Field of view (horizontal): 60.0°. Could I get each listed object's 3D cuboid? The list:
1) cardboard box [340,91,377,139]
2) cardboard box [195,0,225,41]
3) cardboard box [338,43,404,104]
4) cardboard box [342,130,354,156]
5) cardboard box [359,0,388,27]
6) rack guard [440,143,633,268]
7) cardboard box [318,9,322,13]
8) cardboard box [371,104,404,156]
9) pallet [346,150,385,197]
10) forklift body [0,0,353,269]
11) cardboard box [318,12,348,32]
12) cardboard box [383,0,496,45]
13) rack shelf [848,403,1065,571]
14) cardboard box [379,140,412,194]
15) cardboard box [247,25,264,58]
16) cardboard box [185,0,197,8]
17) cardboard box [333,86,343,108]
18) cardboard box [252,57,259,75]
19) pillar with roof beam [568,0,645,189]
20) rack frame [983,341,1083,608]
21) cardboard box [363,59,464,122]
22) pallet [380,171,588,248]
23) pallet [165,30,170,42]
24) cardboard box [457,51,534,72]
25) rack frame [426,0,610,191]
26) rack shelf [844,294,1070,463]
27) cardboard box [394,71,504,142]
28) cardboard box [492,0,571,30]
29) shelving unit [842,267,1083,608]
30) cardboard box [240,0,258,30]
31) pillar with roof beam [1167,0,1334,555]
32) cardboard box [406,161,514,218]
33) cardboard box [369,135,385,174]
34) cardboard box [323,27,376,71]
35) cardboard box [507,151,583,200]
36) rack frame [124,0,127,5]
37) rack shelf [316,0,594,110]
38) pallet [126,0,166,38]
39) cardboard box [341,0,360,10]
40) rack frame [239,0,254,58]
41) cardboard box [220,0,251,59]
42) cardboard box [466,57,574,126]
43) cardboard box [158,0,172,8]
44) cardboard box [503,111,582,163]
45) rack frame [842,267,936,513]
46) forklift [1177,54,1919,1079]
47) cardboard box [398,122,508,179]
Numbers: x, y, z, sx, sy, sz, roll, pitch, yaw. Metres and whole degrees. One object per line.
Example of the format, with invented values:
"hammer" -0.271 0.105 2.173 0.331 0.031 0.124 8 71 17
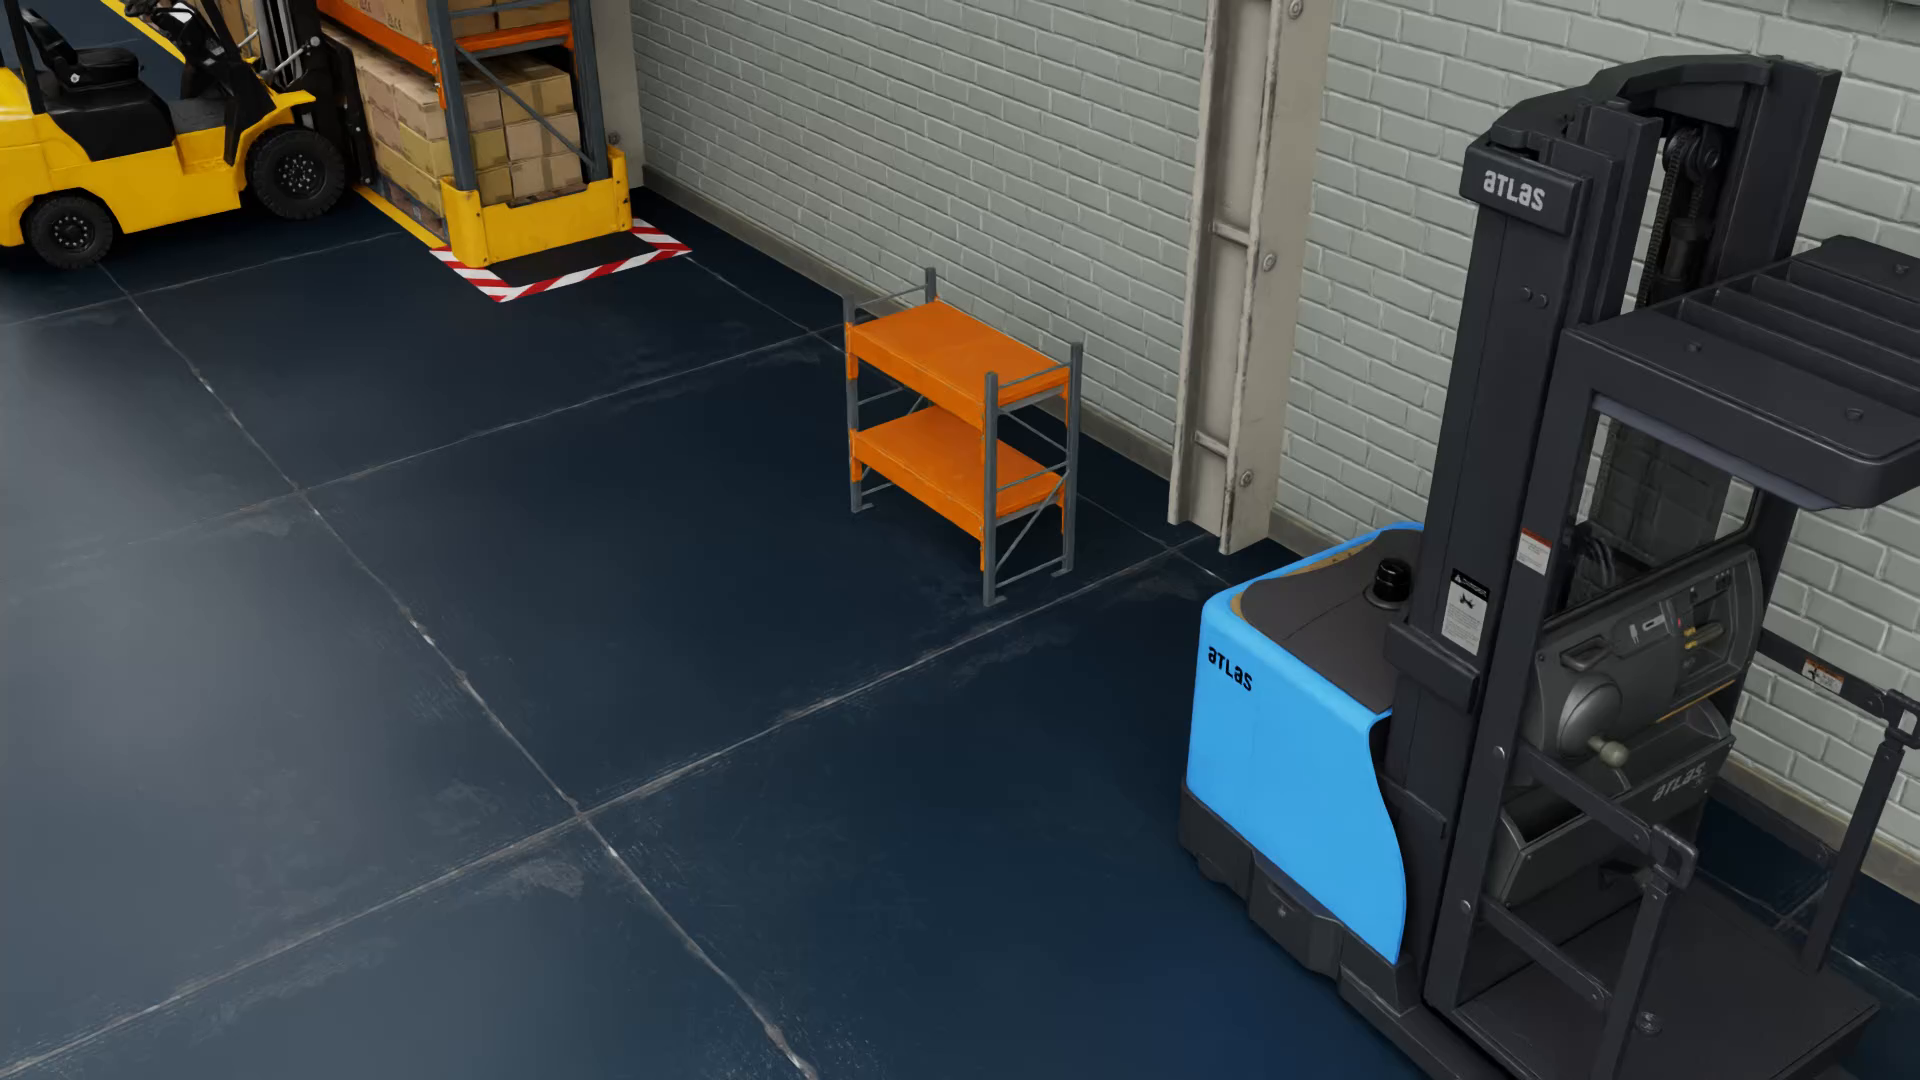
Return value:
"cardboard box" -3.919 -2.998 11.468 0.500 0.250 0.500 -23 39 -32
"cardboard box" -5.993 -4.629 14.212 0.875 0.625 0.625 -23 38 -32
"cardboard box" -3.905 -3.196 11.314 0.500 0.250 0.500 -22 38 -31
"cardboard box" -4.213 -2.987 11.925 0.500 0.250 0.500 -21 38 -30
"cardboard box" -3.562 -3.634 10.664 0.500 0.500 0.500 -21 38 -30
"rack guard" -2.727 -2.180 10.787 1.175 0.500 0.348 -22 38 -31
"cardboard box" -4.840 -3.835 12.342 0.500 0.250 0.500 -22 38 -31
"cardboard box" -3.586 -2.789 11.132 0.500 0.250 0.500 -23 38 -32
"pallet" -3.988 -2.881 12.189 1.003 0.211 1.213 -22 38 -31
"forklift body" -5.345 -3.092 10.690 2.313 2.155 1.214 -22 38 -31
"cardboard box" -4.526 -3.631 12.014 0.500 0.250 0.500 -21 37 -30
"cardboard box" -3.251 -3.415 10.311 0.500 0.500 0.500 -23 39 -32
"rack shelf" -0.004 -0.273 7.587 0.538 0.278 1.000 -22 38 -31
"cardboard box" -3.577 -2.567 11.248 0.500 0.250 0.500 -22 38 -31
"cardboard box" -5.142 -3.841 12.825 0.500 0.250 0.500 -22 38 -32
"cardboard box" -6.456 -4.941 14.716 0.875 0.625 0.625 -24 39 -33
"cardboard box" -4.223 -3.207 11.805 0.500 0.250 0.500 -22 38 -32
"cardboard box" -5.159 -3.621 12.945 0.500 0.250 0.500 -22 38 -31
"pillar with roof beam" -5.857 -4.990 7.255 9.100 9.000 0.400 -22 38 -31
"rack frame" 0.308 -0.269 7.117 0.500 1.125 0.032 -22 38 -31
"cardboard box" -3.588 -2.989 10.981 0.500 0.250 0.500 -22 38 -31
"pallet" -3.244 -2.373 11.371 1.003 0.211 1.213 -22 38 -31
"pallet" -6.429 -4.538 14.857 1.003 0.211 1.213 -22 38 -31
"cardboard box" -3.196 -3.156 11.249 0.500 0.250 0.500 -22 38 -31
"rack frame" -2.742 -3.252 10.144 1.000 3.000 0.127 -22 38 -31
"rack shelf" -0.004 -0.729 7.303 0.538 0.278 1.000 -22 38 -31
"cardboard box" -3.270 -2.778 10.641 0.500 0.250 0.500 -21 37 -30
"cardboard box" -2.826 -3.591 10.594 0.500 0.500 0.500 -21 37 -30
"shelving unit" -0.004 -0.481 7.458 0.538 1.125 1.048 -22 38 -31
"cardboard box" -5.146 -4.051 12.690 0.500 0.250 0.500 -23 39 -32
"pillar with roof beam" -2.178 -2.489 3.229 9.100 9.000 0.400 -22 38 -31
"cardboard box" -3.279 -2.356 10.909 0.500 0.250 0.500 -22 38 -31
"cardboard box" -3.876 -2.778 11.588 0.500 0.250 0.500 -22 38 -31
"cardboard box" -4.210 -3.410 11.658 0.500 0.250 0.500 -23 39 -32
"cardboard box" -2.888 -2.531 11.190 0.500 0.250 0.500 -22 38 -31
"rack frame" -7.647 -6.586 15.512 1.000 3.000 0.127 -22 38 -31
"rack shelf" -3.968 -3.780 11.675 1.077 0.370 4.000 -22 38 -31
"pallet" -7.173 -5.046 15.675 1.003 0.211 1.213 -22 38 -31
"cardboard box" -3.876 -3.848 11.007 0.500 0.500 0.500 -23 39 -32
"rack frame" -5.194 -4.919 12.828 1.000 3.000 0.127 -22 38 -31
"cardboard box" -5.523 -4.303 13.688 0.875 0.625 0.625 -20 37 -29
"cardboard box" -2.887 -2.949 10.916 0.500 0.250 0.500 -23 39 -32
"cardboard box" -6.869 -5.222 15.167 0.875 0.625 0.625 -21 37 -30
"cardboard box" -2.866 -2.738 11.050 0.500 0.250 0.500 -21 38 -31
"rack frame" -0.316 -0.693 7.799 0.500 1.125 0.032 -22 38 -31
"forklift" 1.998 0.369 4.379 1.130 2.935 3.031 -19 37 -28
"cardboard box" -3.287 -2.577 10.790 0.500 0.250 0.500 -23 38 -32
